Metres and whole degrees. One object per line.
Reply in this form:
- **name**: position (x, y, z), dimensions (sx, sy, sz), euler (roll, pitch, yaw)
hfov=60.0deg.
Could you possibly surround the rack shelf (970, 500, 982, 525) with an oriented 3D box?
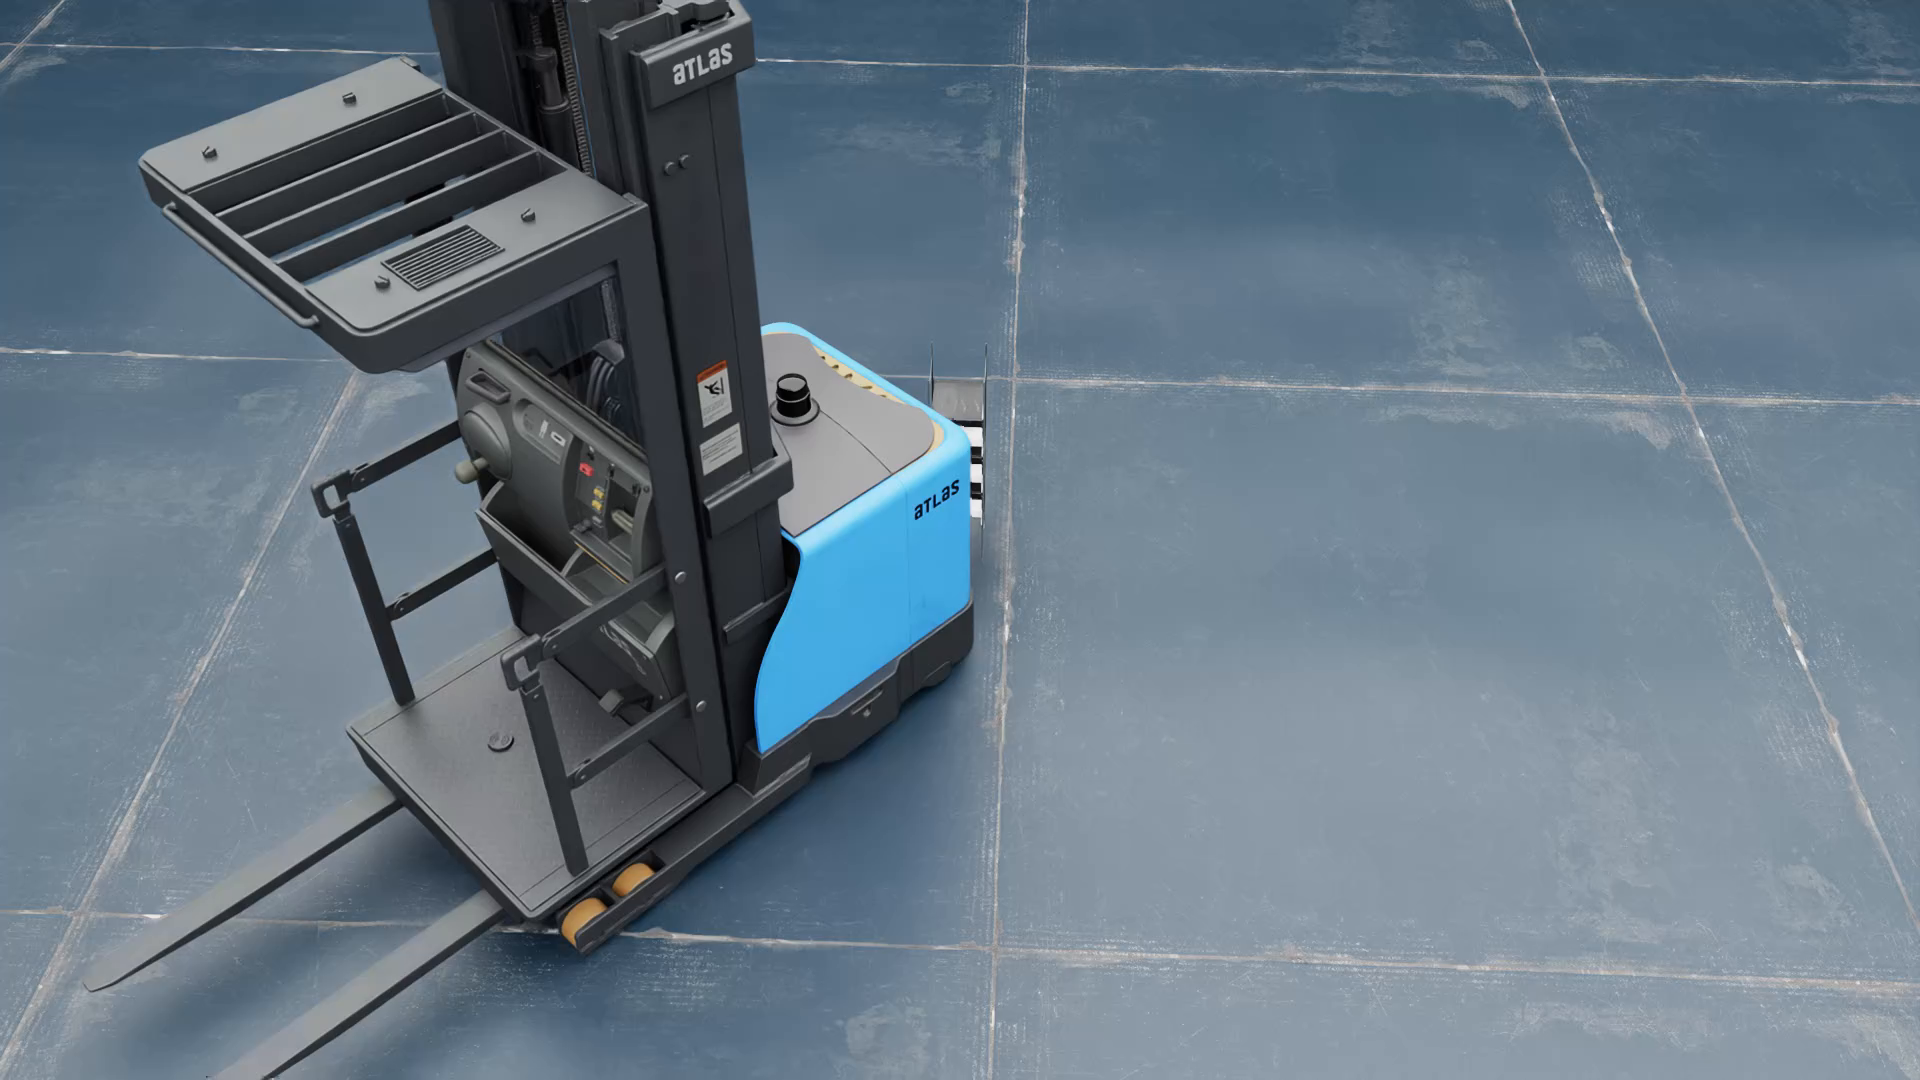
- **rack shelf**: position (-0.008, -0.173, 6.589), dimensions (0.200, 0.077, 0.258), euler (2, 43, 2)

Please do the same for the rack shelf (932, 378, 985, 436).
- **rack shelf**: position (-0.008, -0.503, 6.282), dimensions (0.200, 0.077, 0.258), euler (2, 43, 2)

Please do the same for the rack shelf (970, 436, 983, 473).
- **rack shelf**: position (-0.008, -0.371, 6.405), dimensions (0.200, 0.077, 0.258), euler (2, 43, 2)

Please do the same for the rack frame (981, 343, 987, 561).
- **rack frame**: position (0.093, -0.326, 6.440), dimensions (0.006, 0.900, 0.240), euler (2, 43, 2)

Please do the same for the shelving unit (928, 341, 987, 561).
- **shelving unit**: position (-0.008, -0.330, 6.444), dimensions (0.210, 0.900, 0.258), euler (2, 43, 2)

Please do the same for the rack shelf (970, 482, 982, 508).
- **rack shelf**: position (-0.008, -0.239, 6.528), dimensions (0.200, 0.077, 0.258), euler (2, 43, 2)

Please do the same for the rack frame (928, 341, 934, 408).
- **rack frame**: position (-0.110, -0.333, 6.447), dimensions (0.006, 0.900, 0.240), euler (2, 43, 2)

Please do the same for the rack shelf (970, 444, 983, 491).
- **rack shelf**: position (-0.008, -0.305, 6.466), dimensions (0.200, 0.077, 0.258), euler (2, 43, 2)

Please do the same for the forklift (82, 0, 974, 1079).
- **forklift**: position (-1.343, -0.159, 4.770), dimensions (1.130, 2.935, 3.031), euler (34, 53, 31)

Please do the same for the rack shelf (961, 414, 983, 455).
- **rack shelf**: position (-0.008, -0.437, 6.344), dimensions (0.200, 0.077, 0.258), euler (2, 43, 2)
